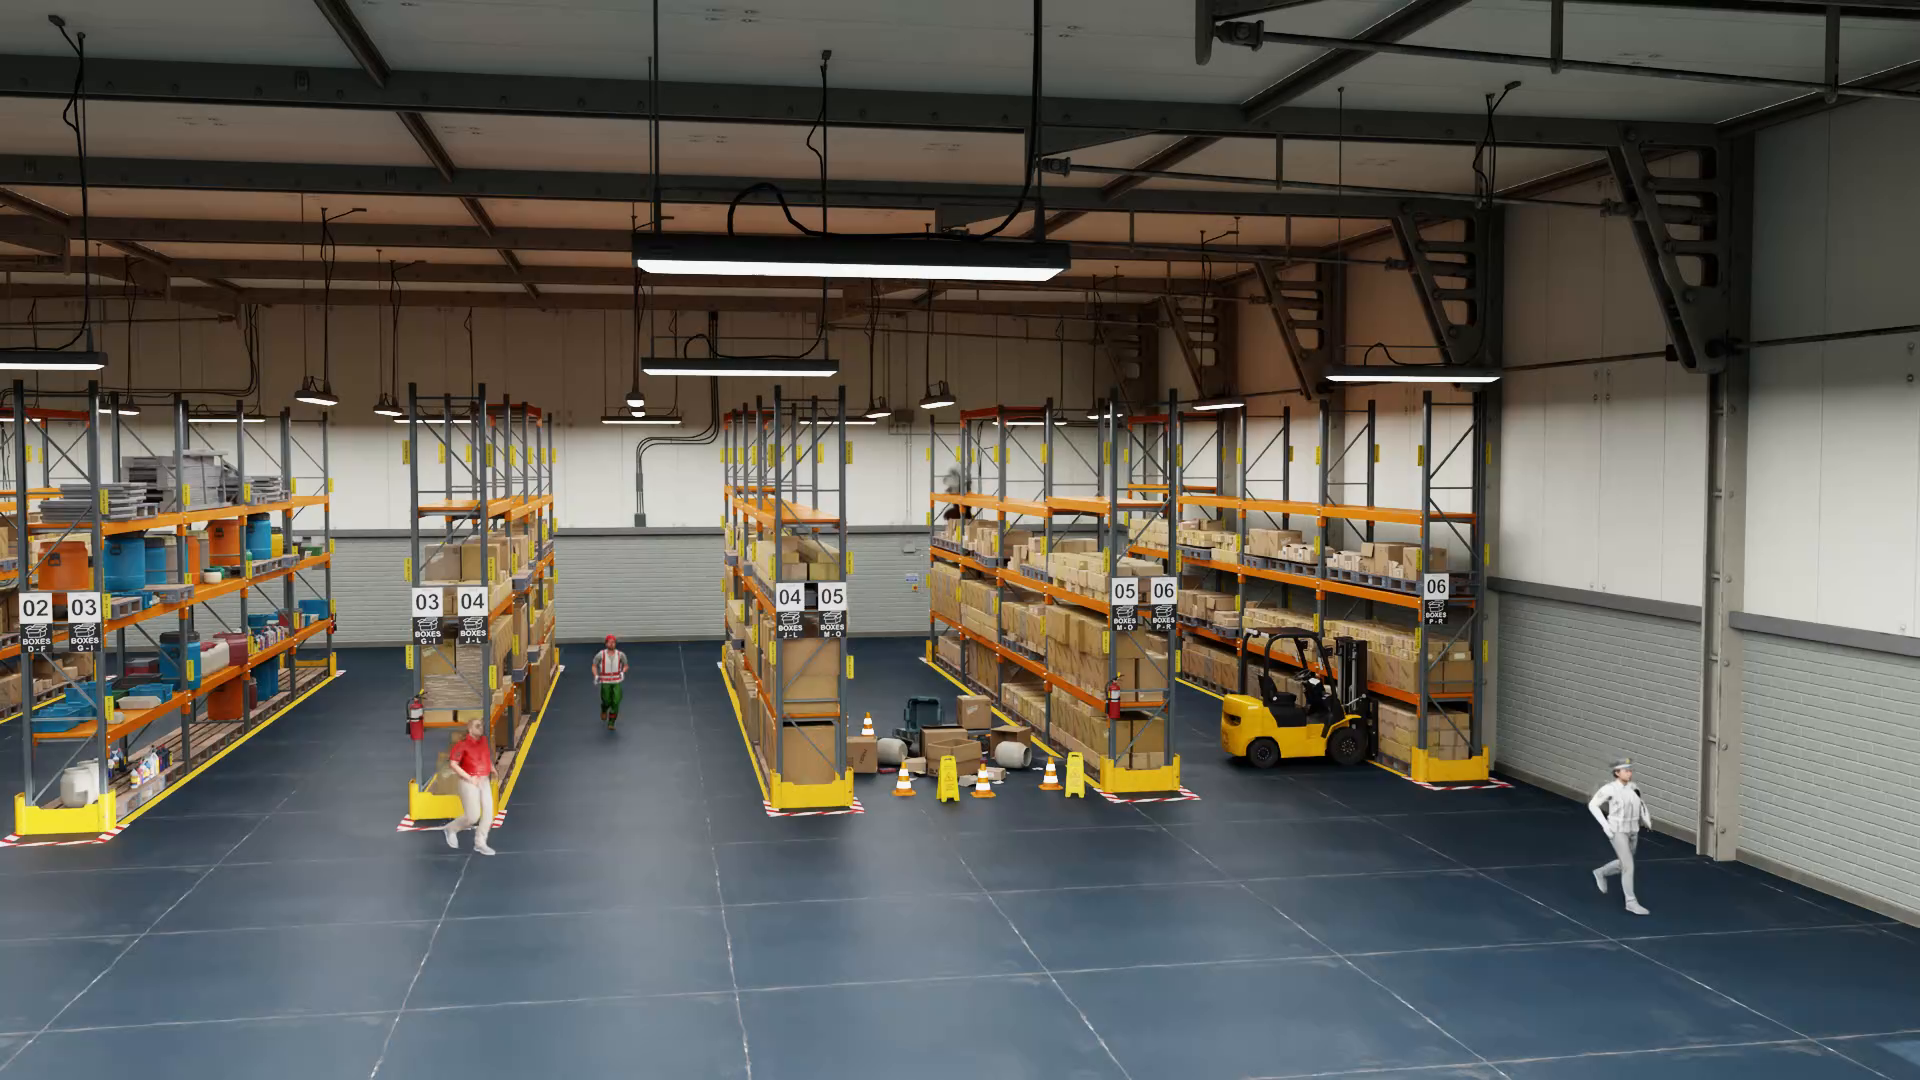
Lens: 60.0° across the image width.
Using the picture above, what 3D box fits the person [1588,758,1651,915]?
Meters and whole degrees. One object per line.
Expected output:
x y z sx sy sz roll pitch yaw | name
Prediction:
7.297 3.220 18.370 0.643 1.669 0.857 -1 3 -22 | person

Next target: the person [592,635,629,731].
-6.364 2.601 30.331 0.656 1.743 0.603 -1 3 -20 | person

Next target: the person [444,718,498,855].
-6.159 3.097 20.998 0.709 1.717 0.688 2 3 27 | person
